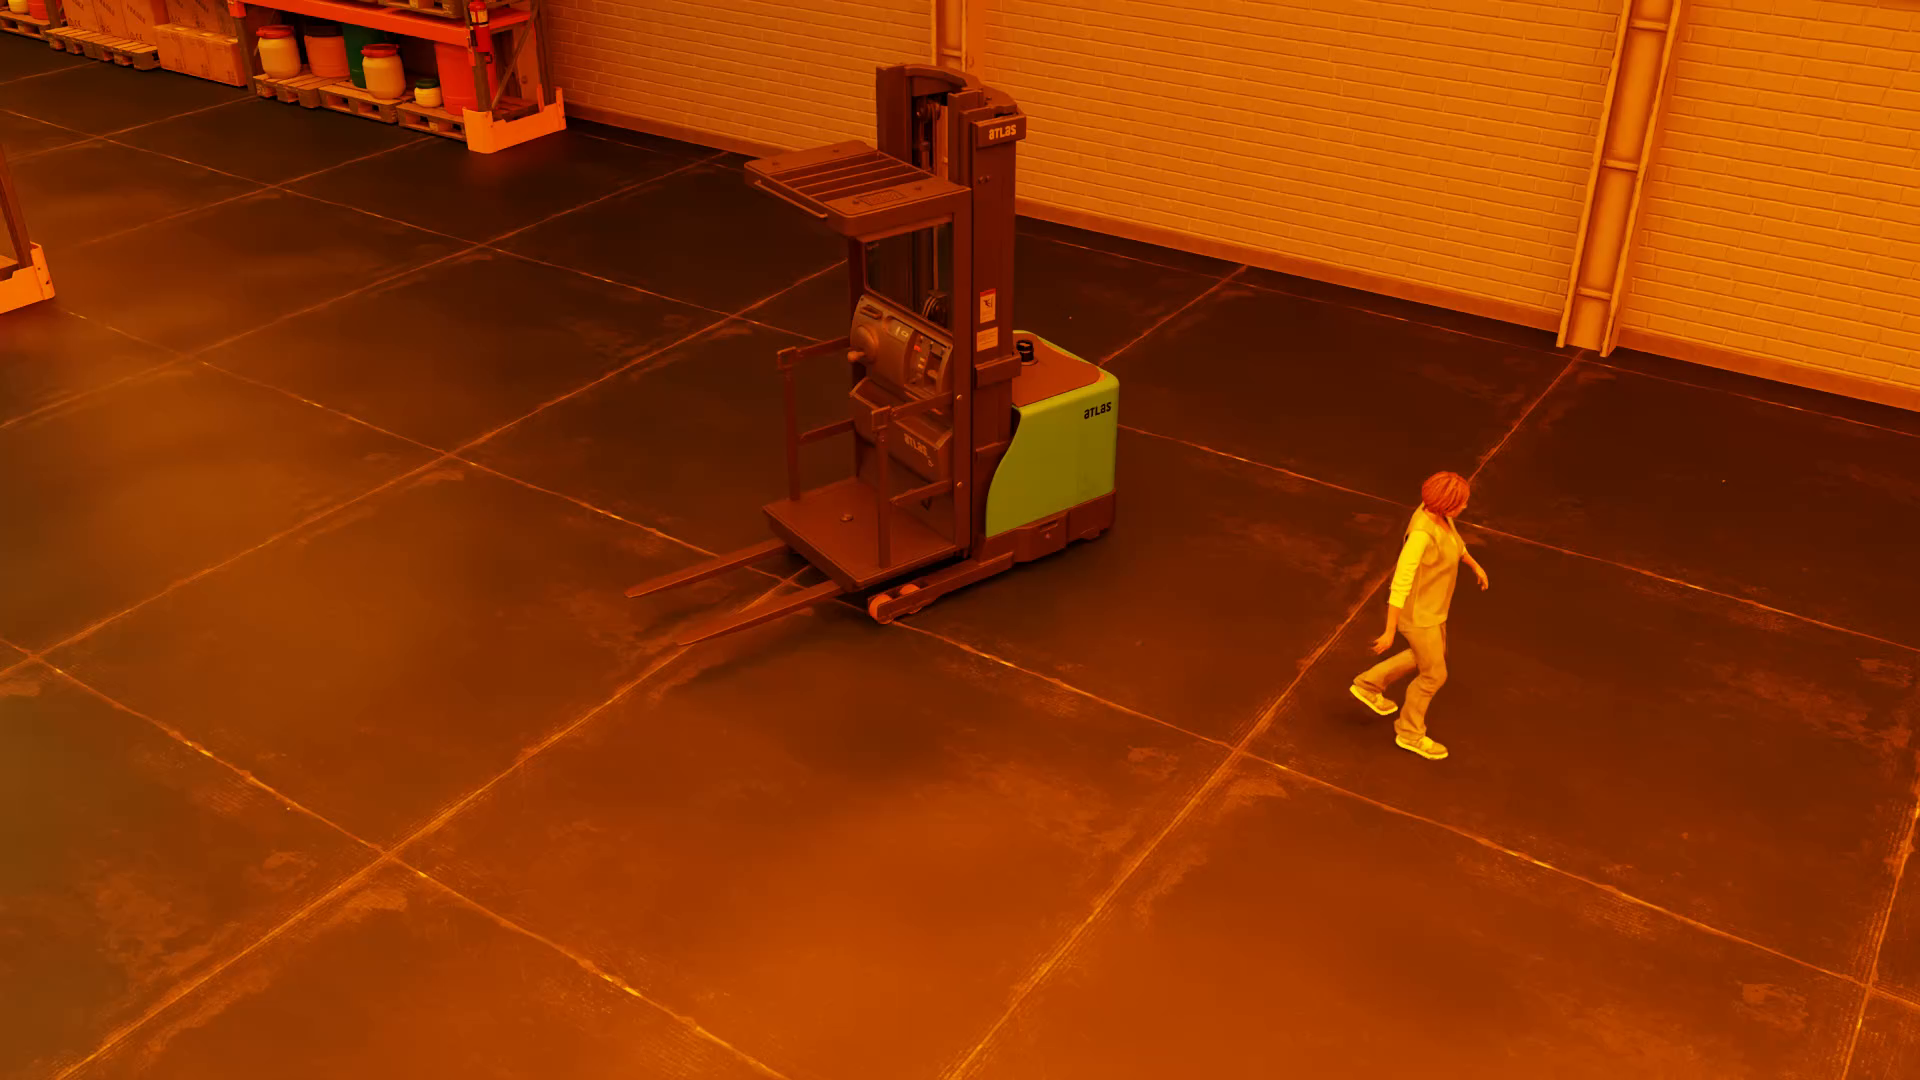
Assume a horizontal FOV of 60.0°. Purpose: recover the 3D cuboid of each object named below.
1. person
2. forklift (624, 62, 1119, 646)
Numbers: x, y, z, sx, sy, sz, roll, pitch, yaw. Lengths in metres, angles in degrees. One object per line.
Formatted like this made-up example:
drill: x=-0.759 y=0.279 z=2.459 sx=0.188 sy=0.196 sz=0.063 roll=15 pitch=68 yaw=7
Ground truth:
person: x=2.301 y=0.360 z=8.318 sx=0.587 sy=1.579 sz=0.687 roll=11 pitch=32 yaw=18
forklift: x=-0.508 y=-1.082 z=9.444 sx=3.031 sy=2.935 sz=1.130 roll=-20 pitch=36 yaw=-31
